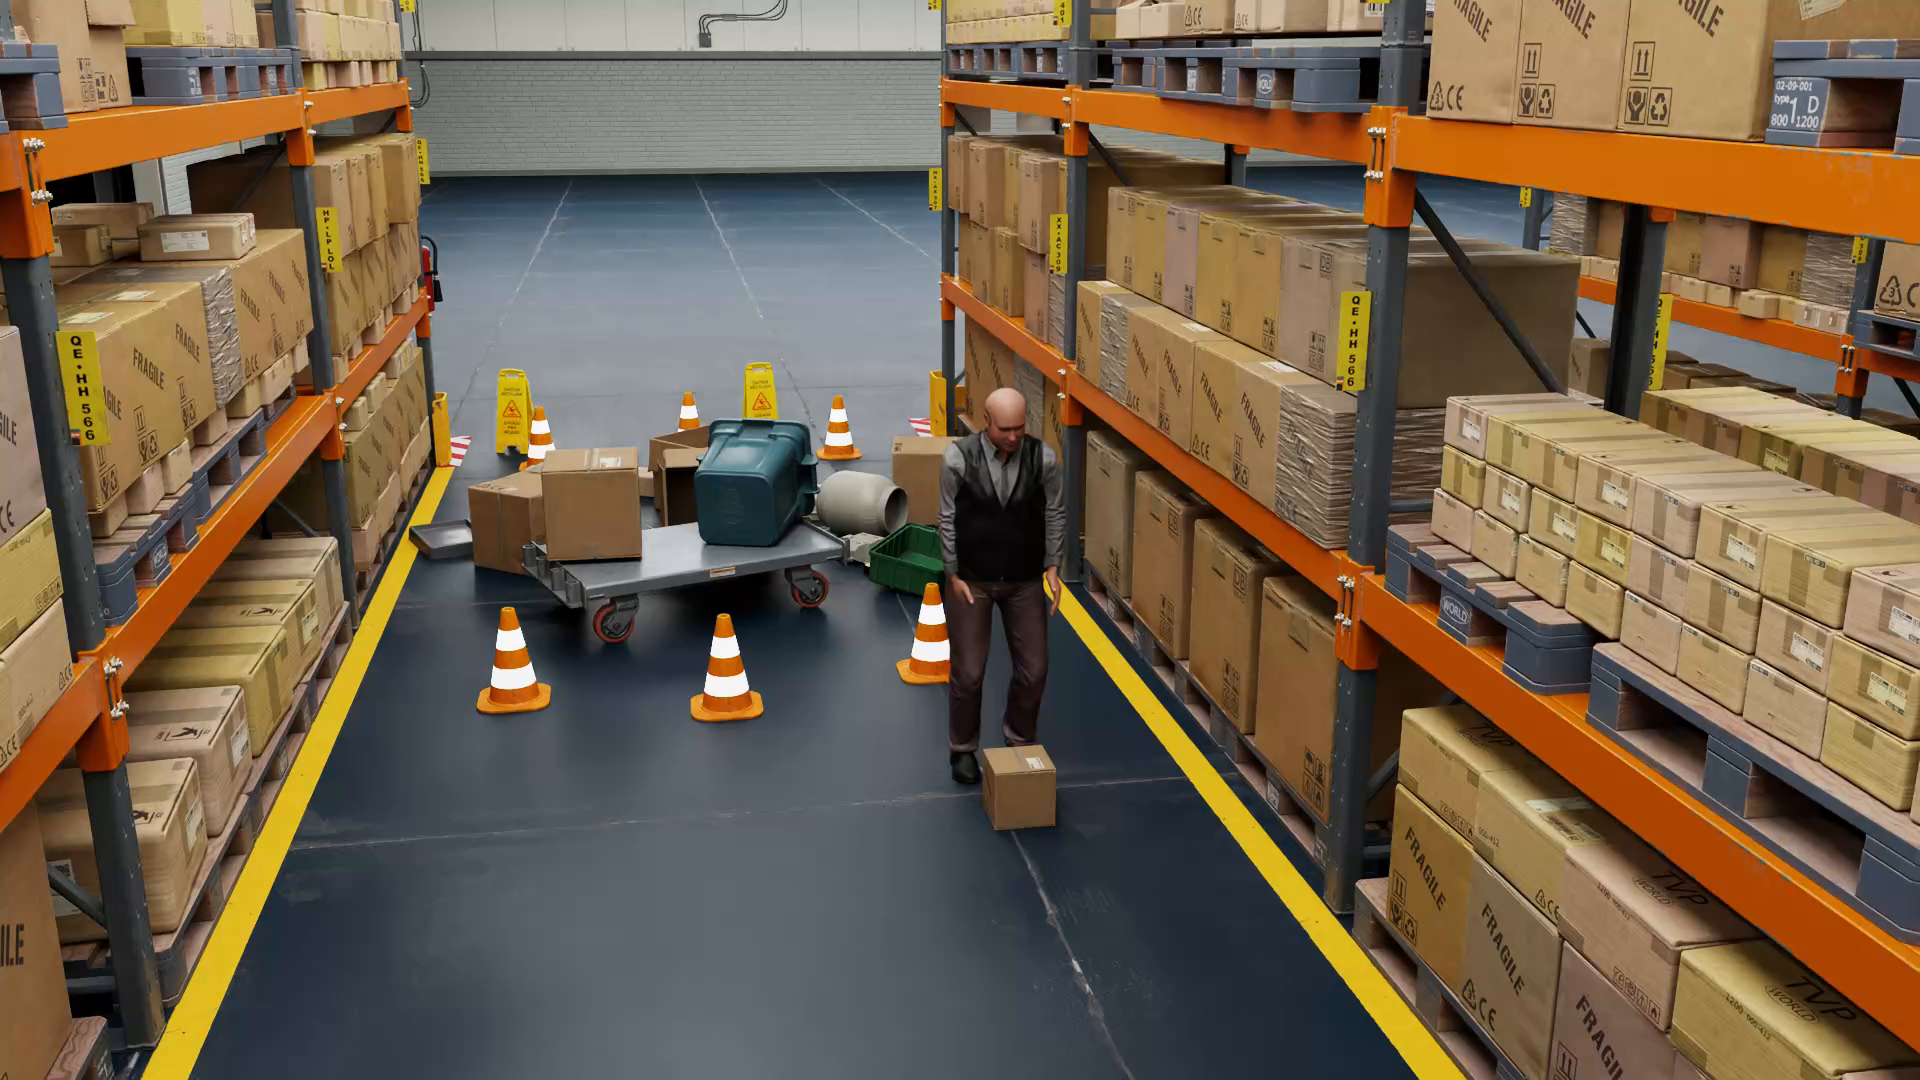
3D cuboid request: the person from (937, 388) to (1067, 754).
[{"bbox_3d":[0.177,0.150,7.020,0.549,1.629,0.397,-3,16,-9],"label":"person"}]
